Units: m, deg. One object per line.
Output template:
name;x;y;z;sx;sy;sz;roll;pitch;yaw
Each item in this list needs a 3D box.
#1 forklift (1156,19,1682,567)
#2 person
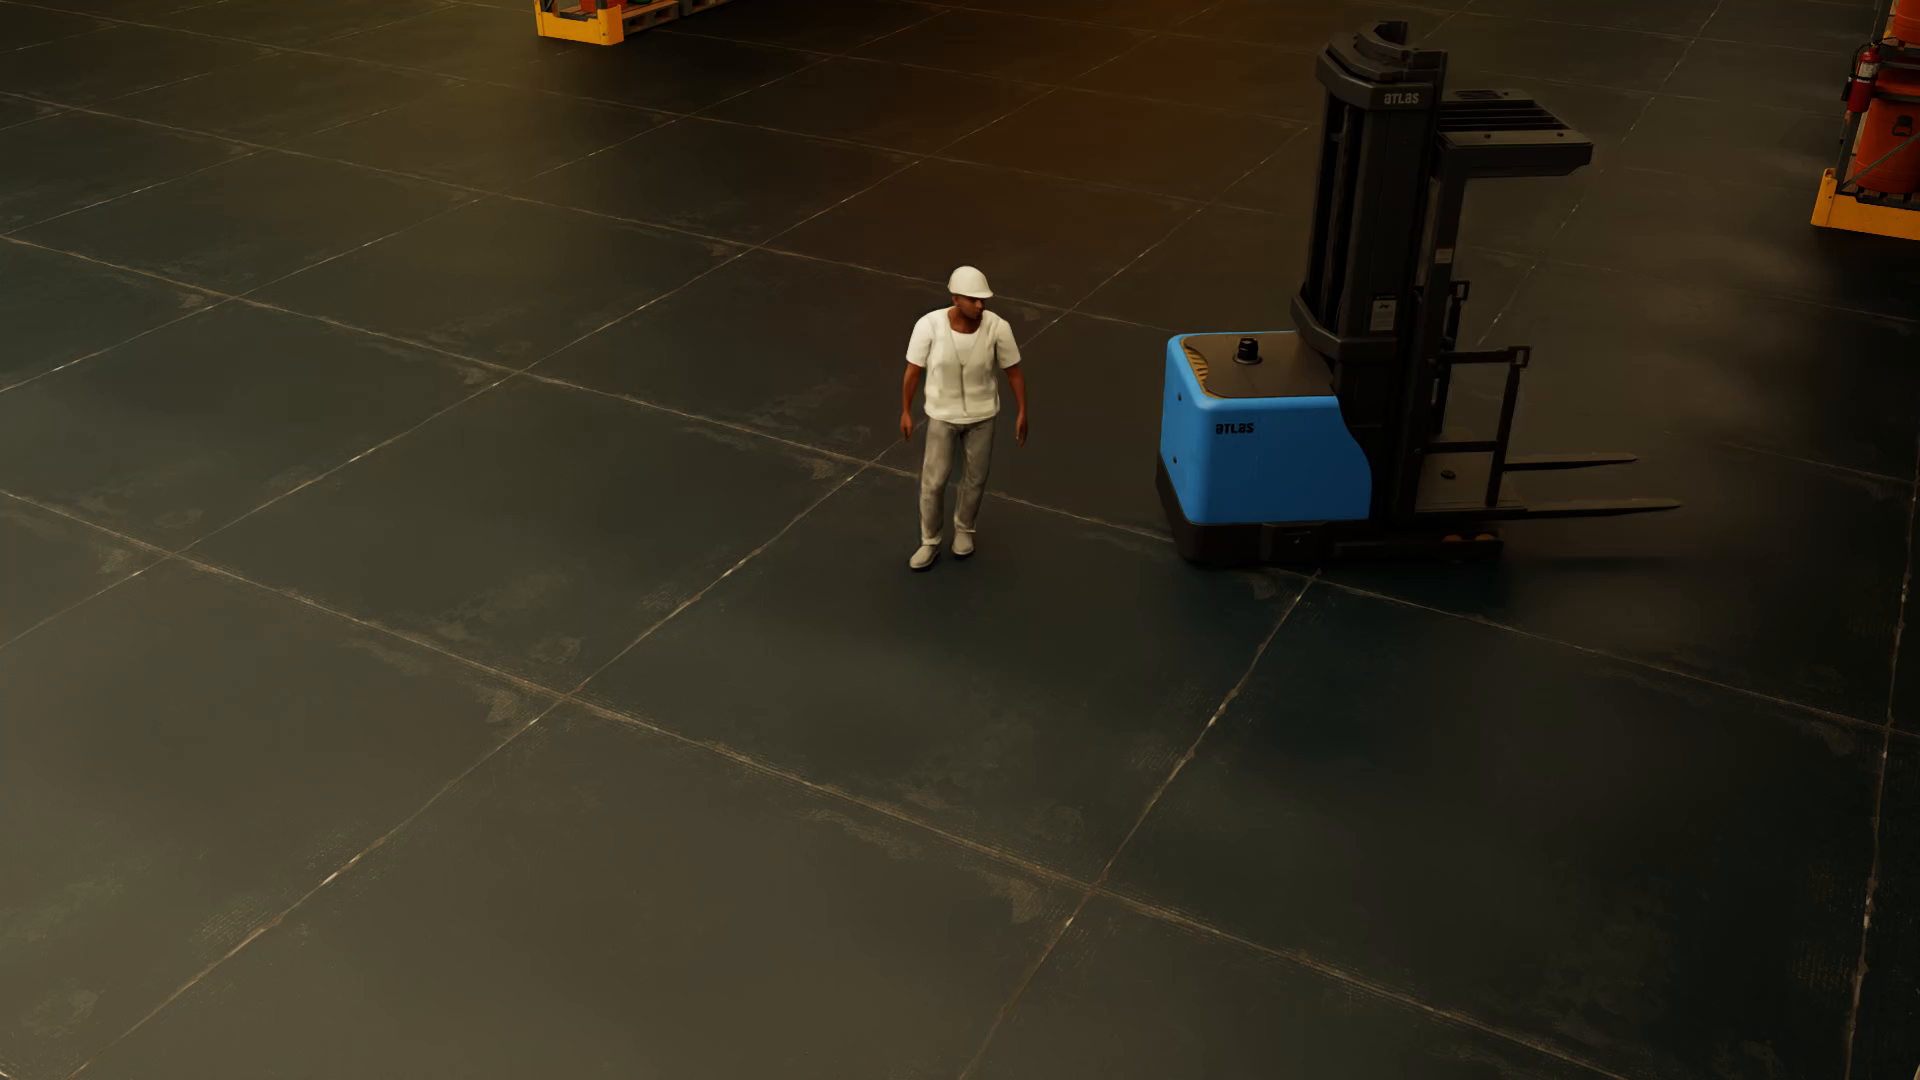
forklift;2.772;-1.394;9.486;3.031;2.935;1.130;-2;30;-4
person;0.023;-0.698;9.472;0.716;1.762;0.474;-5;30;-8
